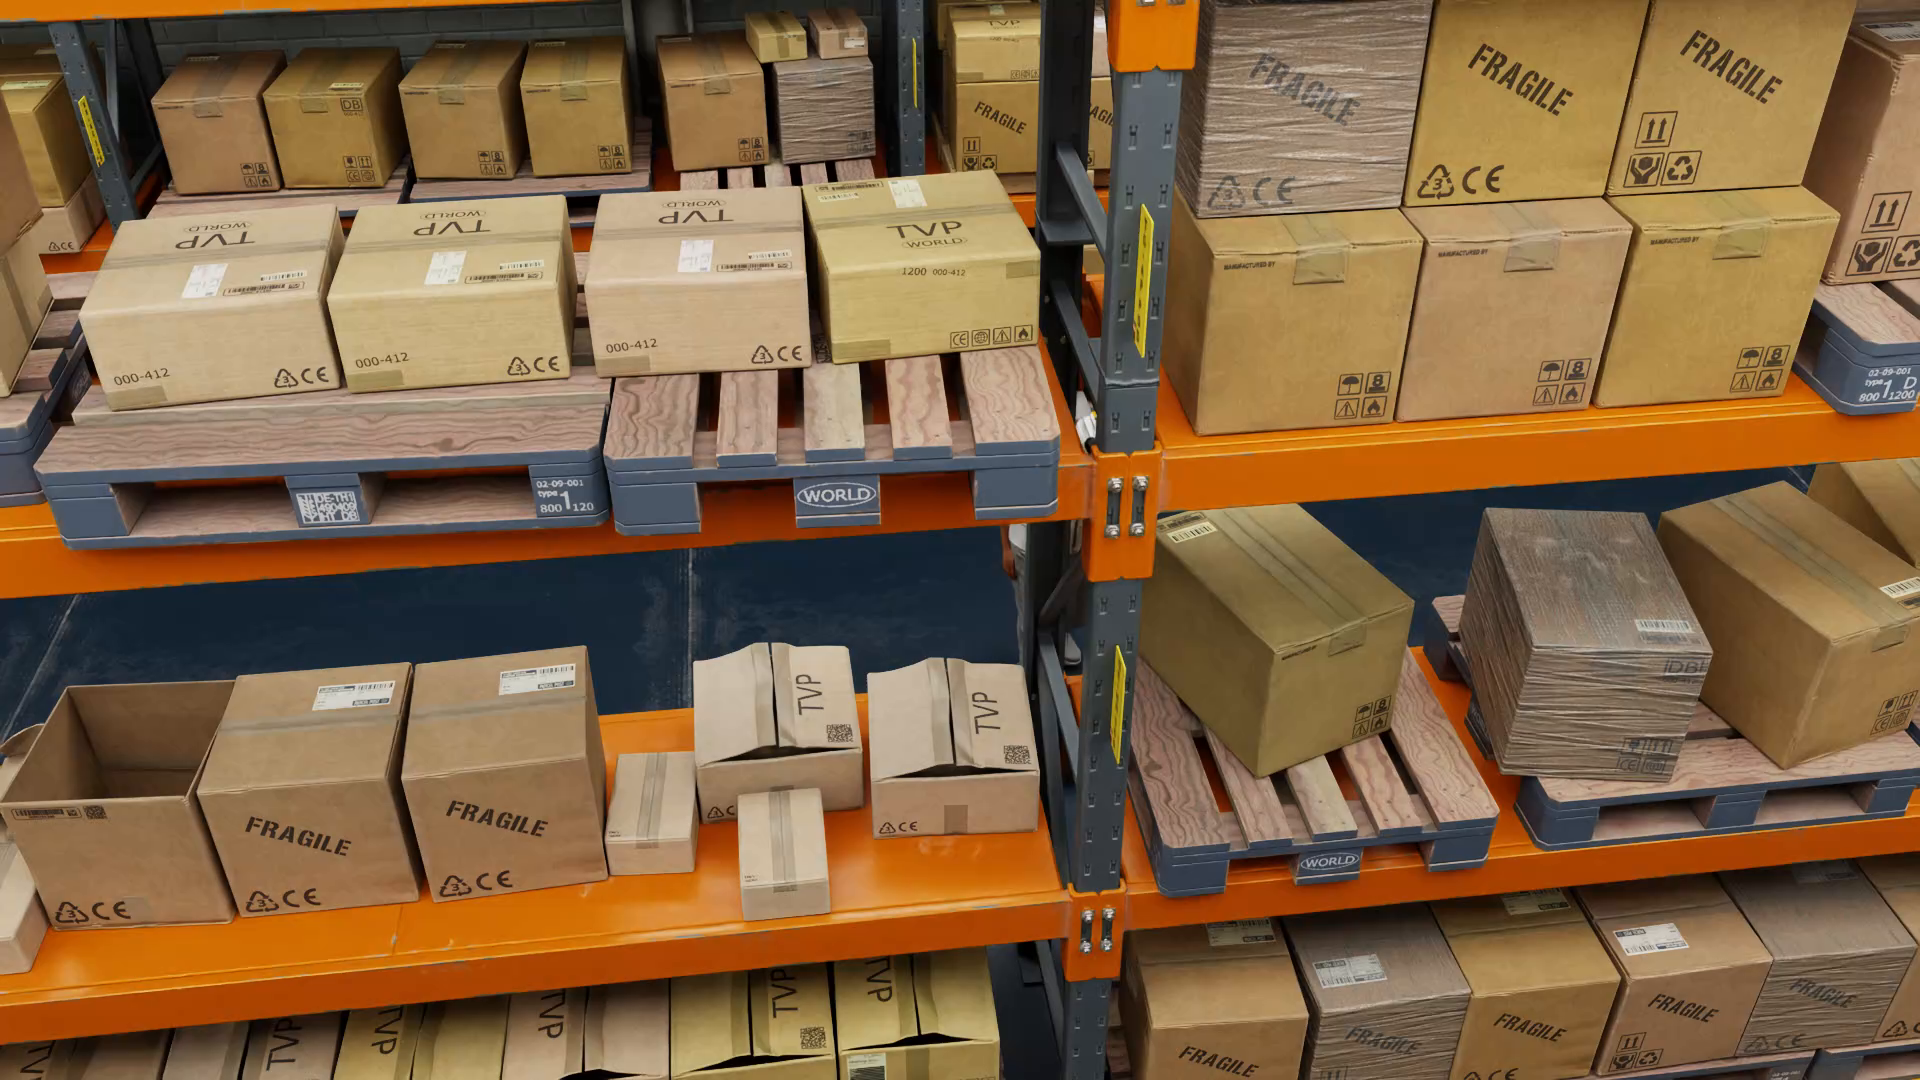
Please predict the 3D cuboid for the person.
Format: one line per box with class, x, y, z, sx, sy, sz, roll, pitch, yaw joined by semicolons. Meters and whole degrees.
person;0.396;-0.020;7.148;0.488;1.663;0.537;-15;38;-20
